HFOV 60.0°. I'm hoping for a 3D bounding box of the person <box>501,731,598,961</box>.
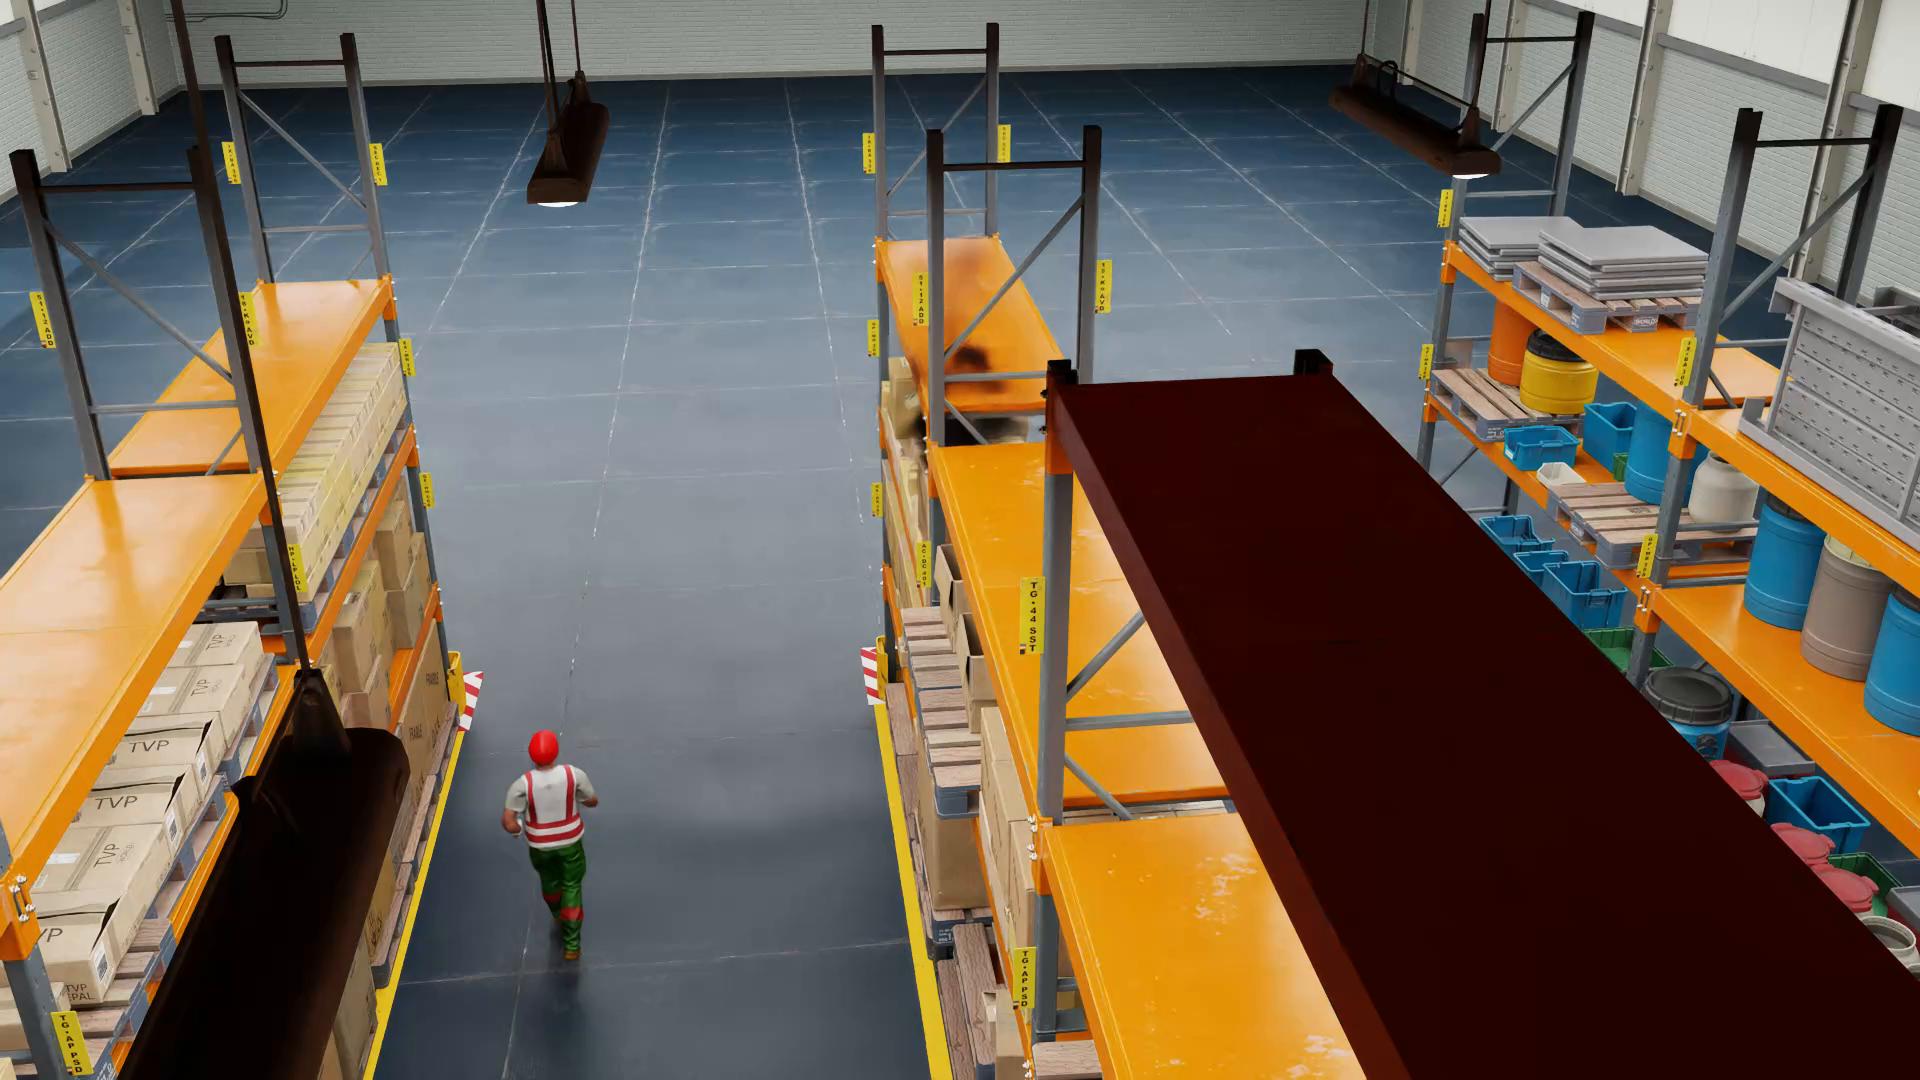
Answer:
[{"bbox_3d":[-2.882,2.134,11.852,0.645,1.800,0.903,-5,26,-10],"label":"person"}]
